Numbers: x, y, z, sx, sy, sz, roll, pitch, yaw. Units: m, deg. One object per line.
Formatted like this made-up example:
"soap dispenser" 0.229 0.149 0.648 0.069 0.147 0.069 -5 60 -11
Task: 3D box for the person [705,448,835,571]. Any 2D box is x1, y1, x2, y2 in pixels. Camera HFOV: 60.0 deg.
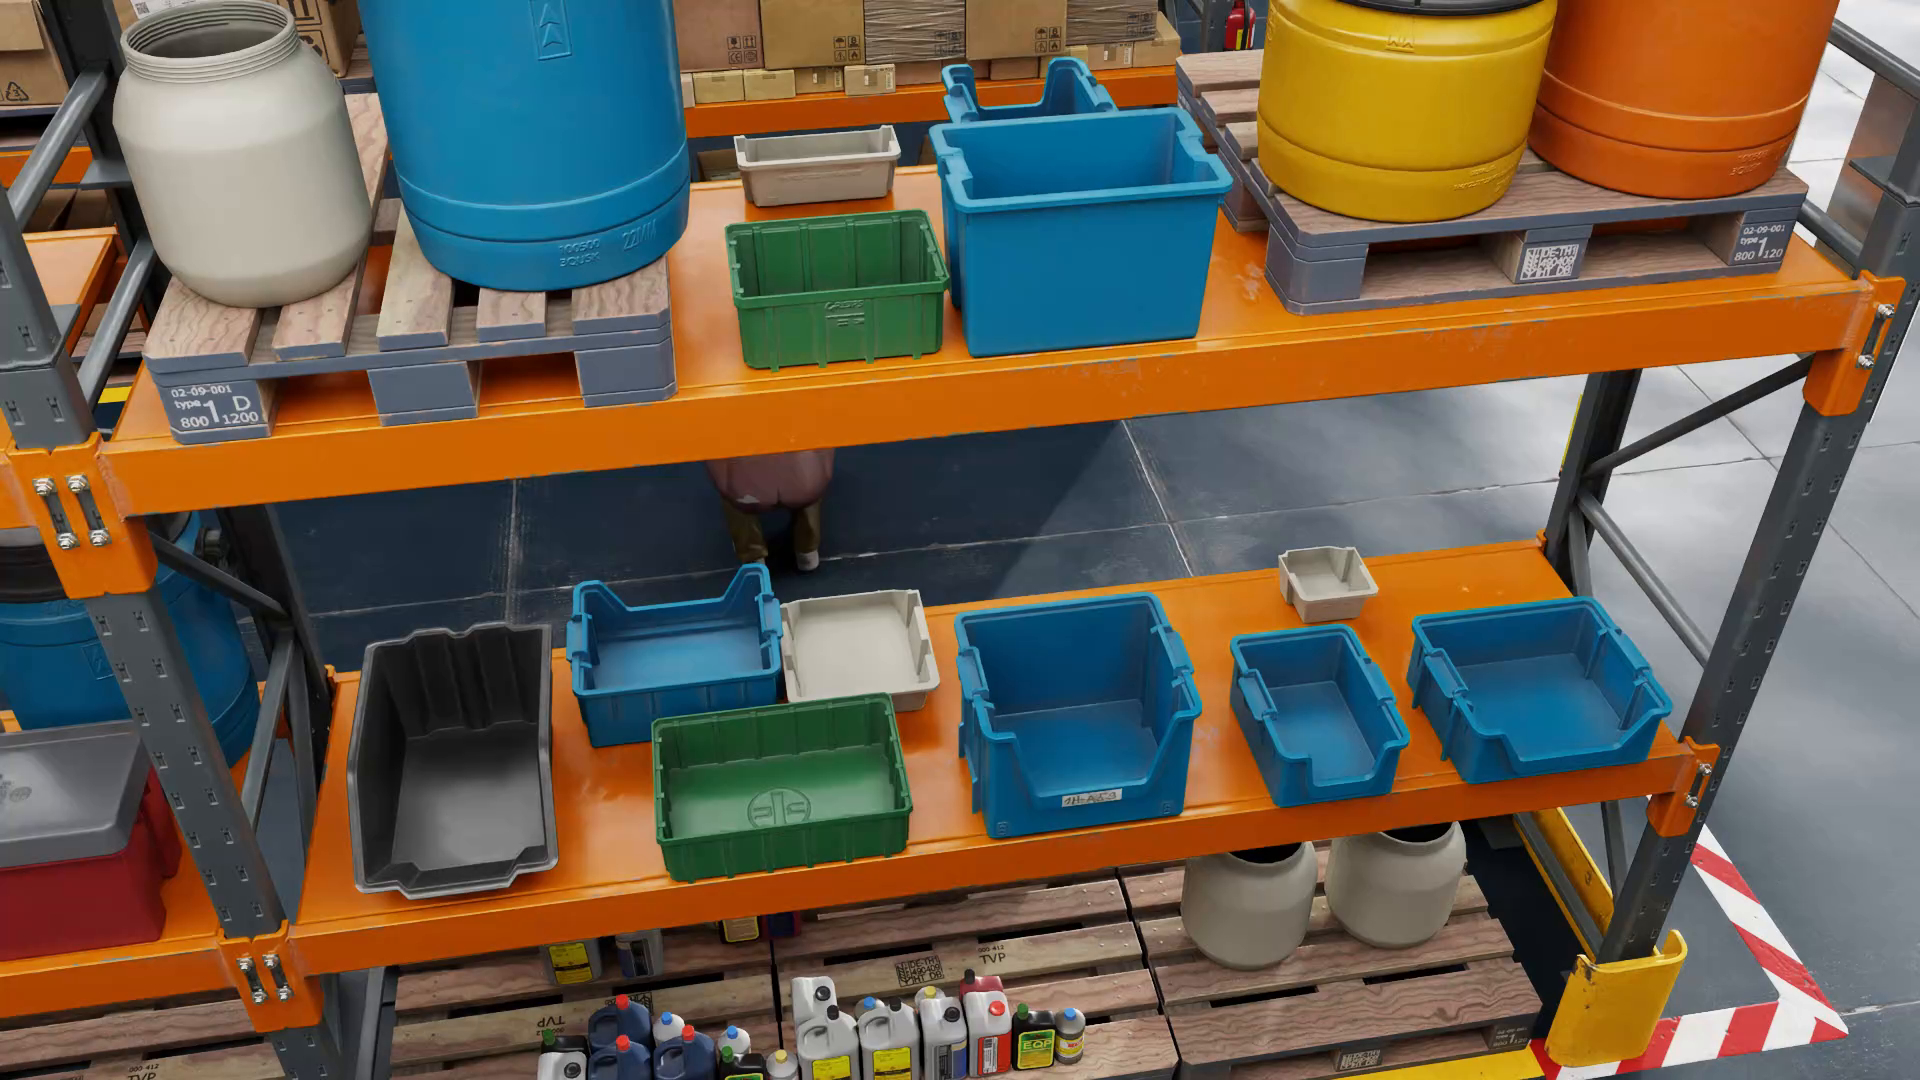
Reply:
"person" -0.853 -0.403 7.264 0.609 1.056 0.884 -6 39 -7
